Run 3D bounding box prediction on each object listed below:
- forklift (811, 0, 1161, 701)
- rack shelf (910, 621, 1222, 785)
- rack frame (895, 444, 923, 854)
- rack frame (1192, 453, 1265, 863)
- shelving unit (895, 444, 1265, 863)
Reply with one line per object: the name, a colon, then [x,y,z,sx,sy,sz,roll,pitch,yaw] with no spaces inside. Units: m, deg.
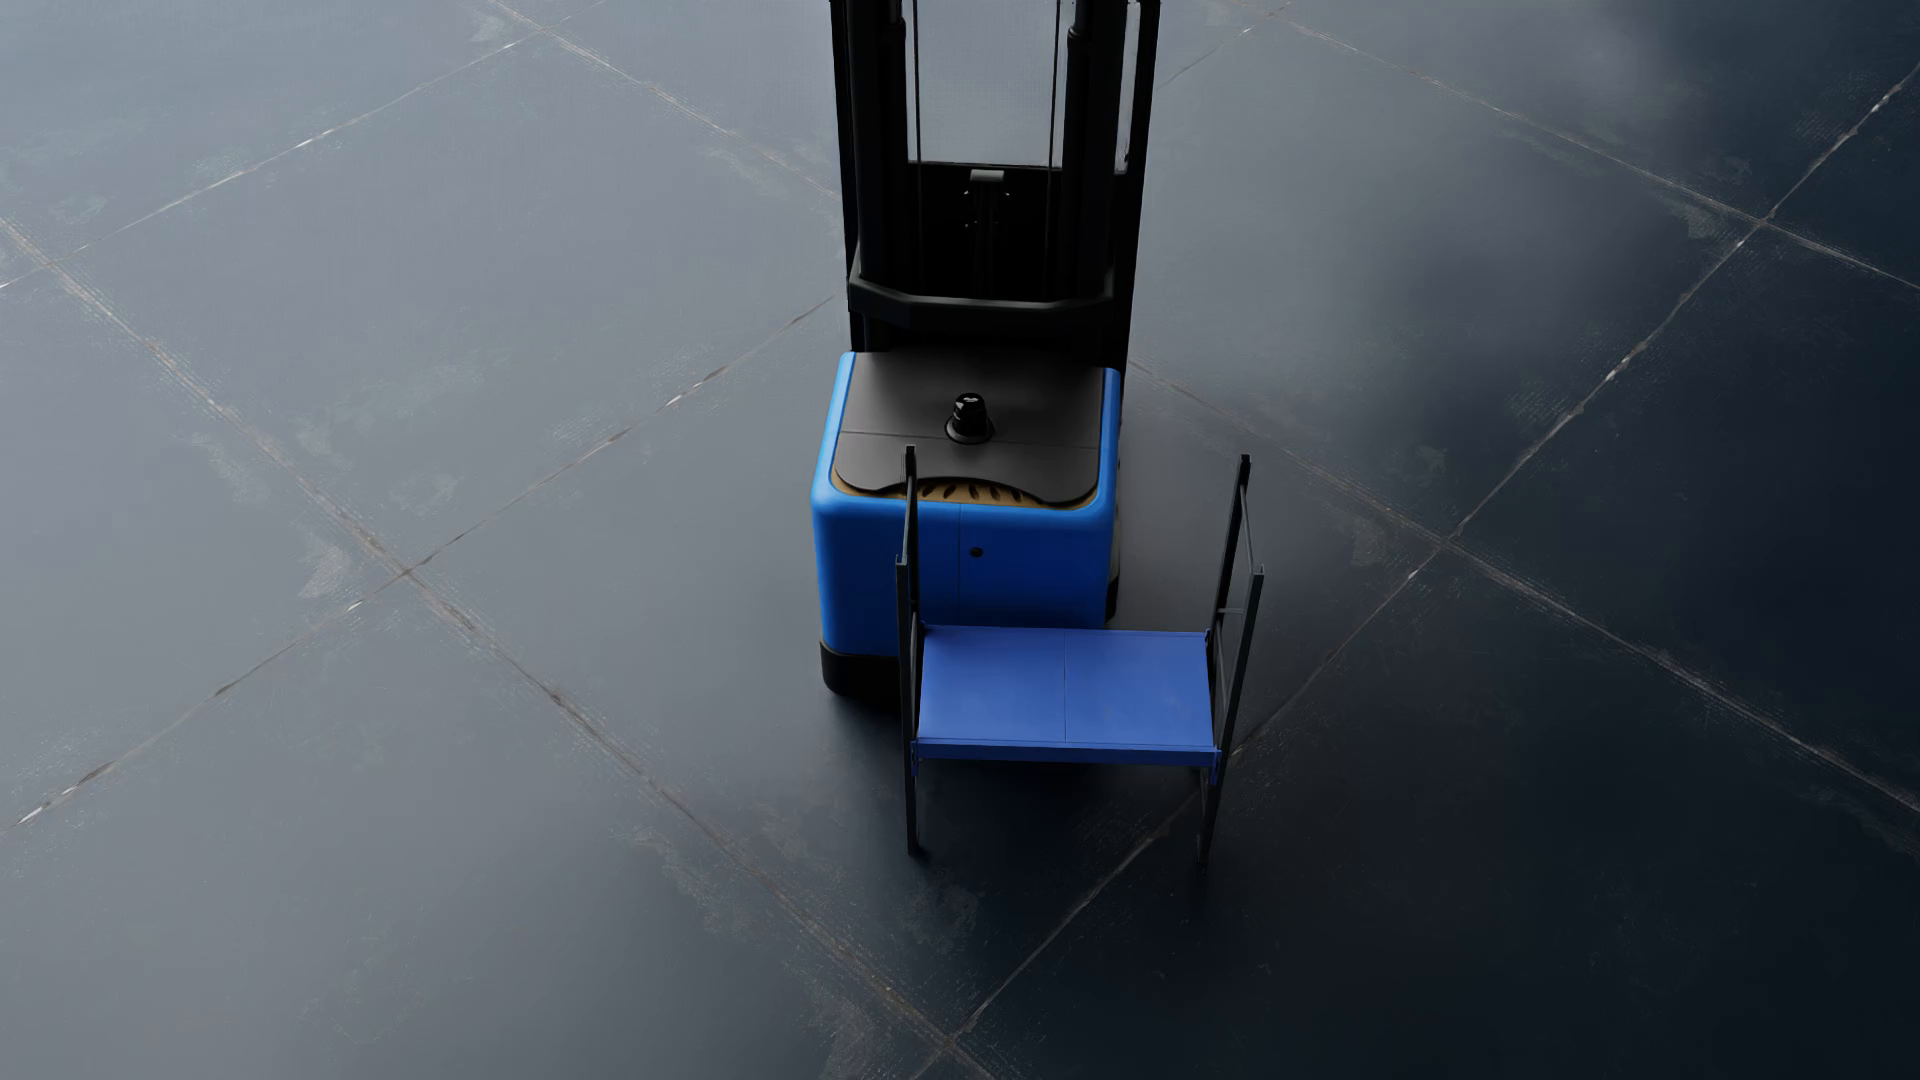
forklift: [0.138,-1.439,6.199,1.130,2.935,3.031,4,47,4]
rack shelf: [0.349,0.540,5.570,1.000,0.185,0.538,2,47,1]
rack frame: [-0.159,0.403,5.451,0.032,1.500,0.500,2,47,1]
rack frame: [0.857,0.431,5.426,0.032,1.500,0.500,2,47,1]
shelving unit: [0.349,0.417,5.438,1.048,1.500,0.538,2,47,1]
